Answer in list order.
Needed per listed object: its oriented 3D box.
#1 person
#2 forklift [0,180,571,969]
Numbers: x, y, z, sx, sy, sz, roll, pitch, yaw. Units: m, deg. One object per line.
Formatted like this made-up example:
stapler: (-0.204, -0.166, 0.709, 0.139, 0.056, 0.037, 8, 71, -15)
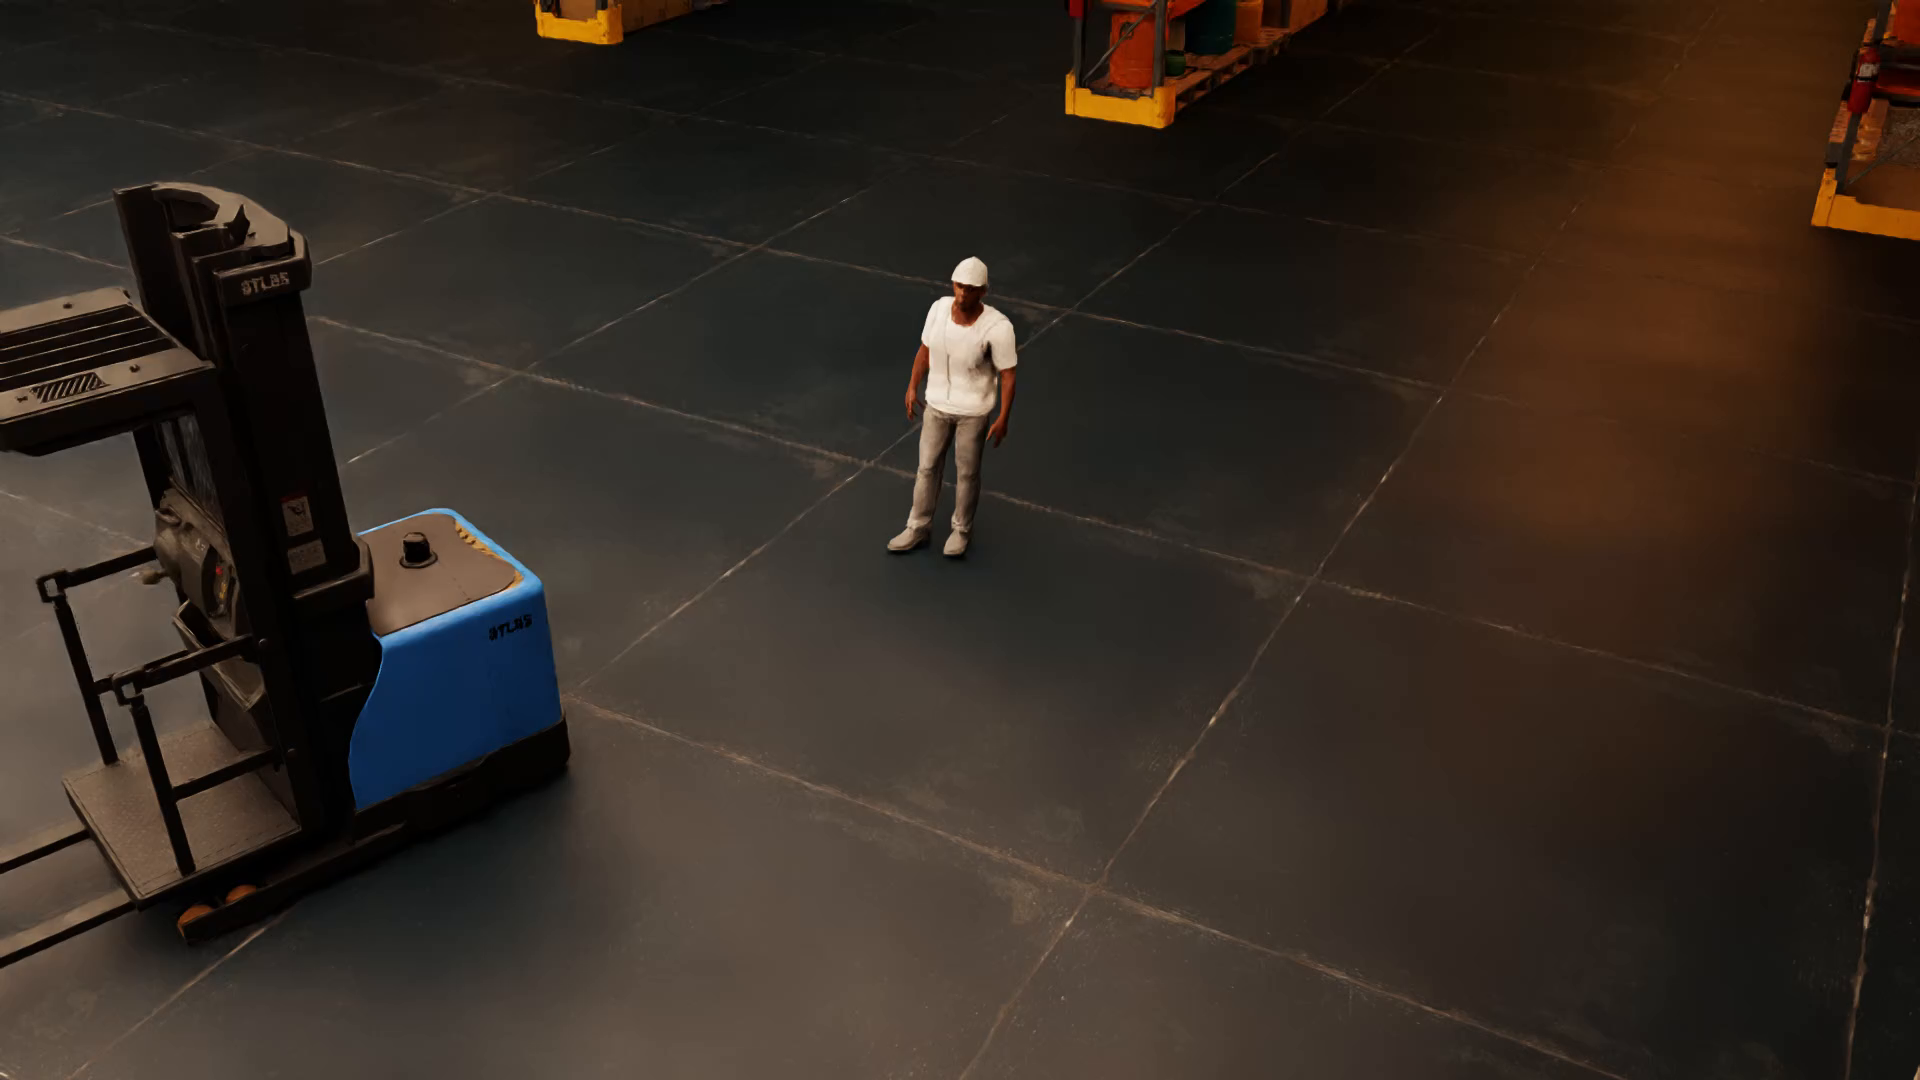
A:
person: (-0.039, -0.742, 9.507, 0.665, 1.766, 0.576, 15, 33, 25)
forklift: (-3.328, 0.144, 6.820, 3.031, 2.935, 1.130, -24, 37, -35)
